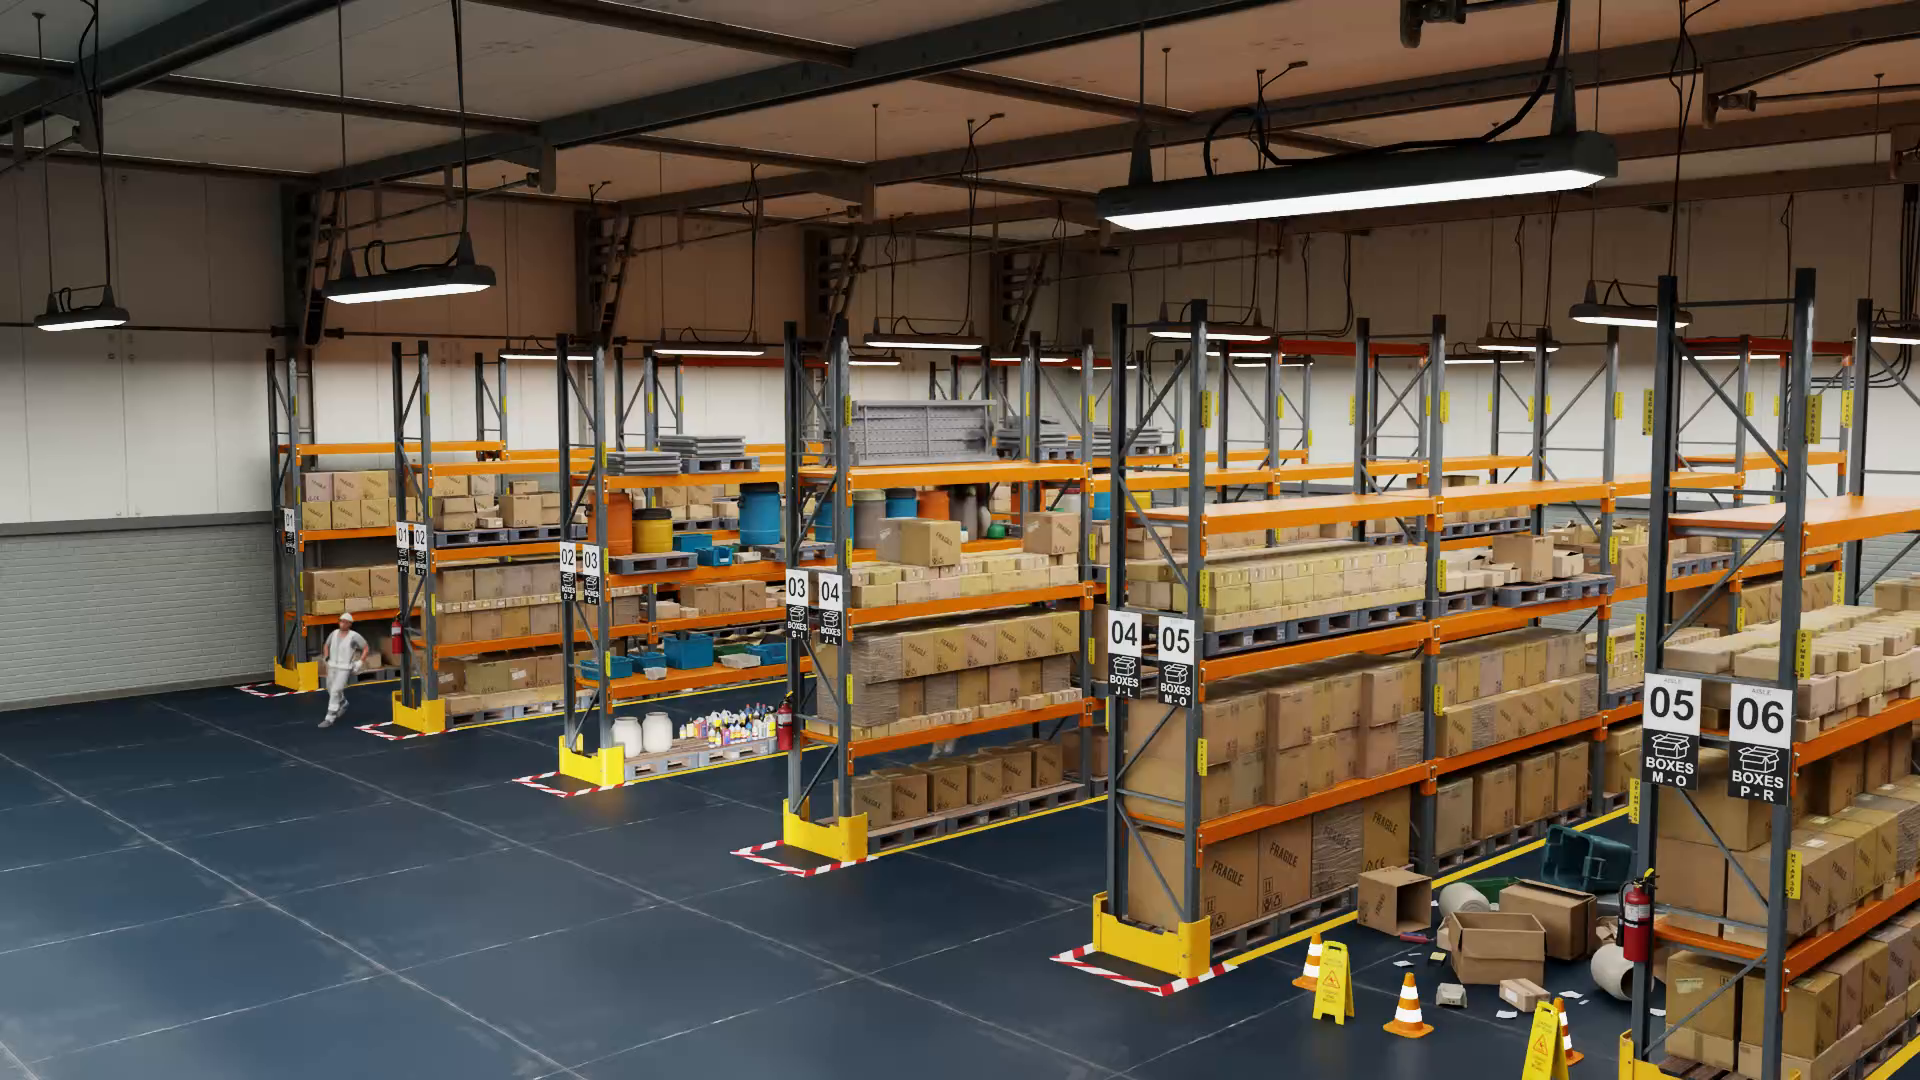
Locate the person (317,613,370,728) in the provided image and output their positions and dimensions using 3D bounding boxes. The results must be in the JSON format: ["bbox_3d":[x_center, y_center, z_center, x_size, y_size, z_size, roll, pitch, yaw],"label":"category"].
[{"bbox_3d":[-9.677,2.020,26.117,0.724,1.755,0.885,1,5,12],"label":"person"}]

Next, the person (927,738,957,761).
[{"bbox_3d":[-0.261,2.186,22.947,0.586,1.679,0.924,3,6,30],"label":"person"}]
